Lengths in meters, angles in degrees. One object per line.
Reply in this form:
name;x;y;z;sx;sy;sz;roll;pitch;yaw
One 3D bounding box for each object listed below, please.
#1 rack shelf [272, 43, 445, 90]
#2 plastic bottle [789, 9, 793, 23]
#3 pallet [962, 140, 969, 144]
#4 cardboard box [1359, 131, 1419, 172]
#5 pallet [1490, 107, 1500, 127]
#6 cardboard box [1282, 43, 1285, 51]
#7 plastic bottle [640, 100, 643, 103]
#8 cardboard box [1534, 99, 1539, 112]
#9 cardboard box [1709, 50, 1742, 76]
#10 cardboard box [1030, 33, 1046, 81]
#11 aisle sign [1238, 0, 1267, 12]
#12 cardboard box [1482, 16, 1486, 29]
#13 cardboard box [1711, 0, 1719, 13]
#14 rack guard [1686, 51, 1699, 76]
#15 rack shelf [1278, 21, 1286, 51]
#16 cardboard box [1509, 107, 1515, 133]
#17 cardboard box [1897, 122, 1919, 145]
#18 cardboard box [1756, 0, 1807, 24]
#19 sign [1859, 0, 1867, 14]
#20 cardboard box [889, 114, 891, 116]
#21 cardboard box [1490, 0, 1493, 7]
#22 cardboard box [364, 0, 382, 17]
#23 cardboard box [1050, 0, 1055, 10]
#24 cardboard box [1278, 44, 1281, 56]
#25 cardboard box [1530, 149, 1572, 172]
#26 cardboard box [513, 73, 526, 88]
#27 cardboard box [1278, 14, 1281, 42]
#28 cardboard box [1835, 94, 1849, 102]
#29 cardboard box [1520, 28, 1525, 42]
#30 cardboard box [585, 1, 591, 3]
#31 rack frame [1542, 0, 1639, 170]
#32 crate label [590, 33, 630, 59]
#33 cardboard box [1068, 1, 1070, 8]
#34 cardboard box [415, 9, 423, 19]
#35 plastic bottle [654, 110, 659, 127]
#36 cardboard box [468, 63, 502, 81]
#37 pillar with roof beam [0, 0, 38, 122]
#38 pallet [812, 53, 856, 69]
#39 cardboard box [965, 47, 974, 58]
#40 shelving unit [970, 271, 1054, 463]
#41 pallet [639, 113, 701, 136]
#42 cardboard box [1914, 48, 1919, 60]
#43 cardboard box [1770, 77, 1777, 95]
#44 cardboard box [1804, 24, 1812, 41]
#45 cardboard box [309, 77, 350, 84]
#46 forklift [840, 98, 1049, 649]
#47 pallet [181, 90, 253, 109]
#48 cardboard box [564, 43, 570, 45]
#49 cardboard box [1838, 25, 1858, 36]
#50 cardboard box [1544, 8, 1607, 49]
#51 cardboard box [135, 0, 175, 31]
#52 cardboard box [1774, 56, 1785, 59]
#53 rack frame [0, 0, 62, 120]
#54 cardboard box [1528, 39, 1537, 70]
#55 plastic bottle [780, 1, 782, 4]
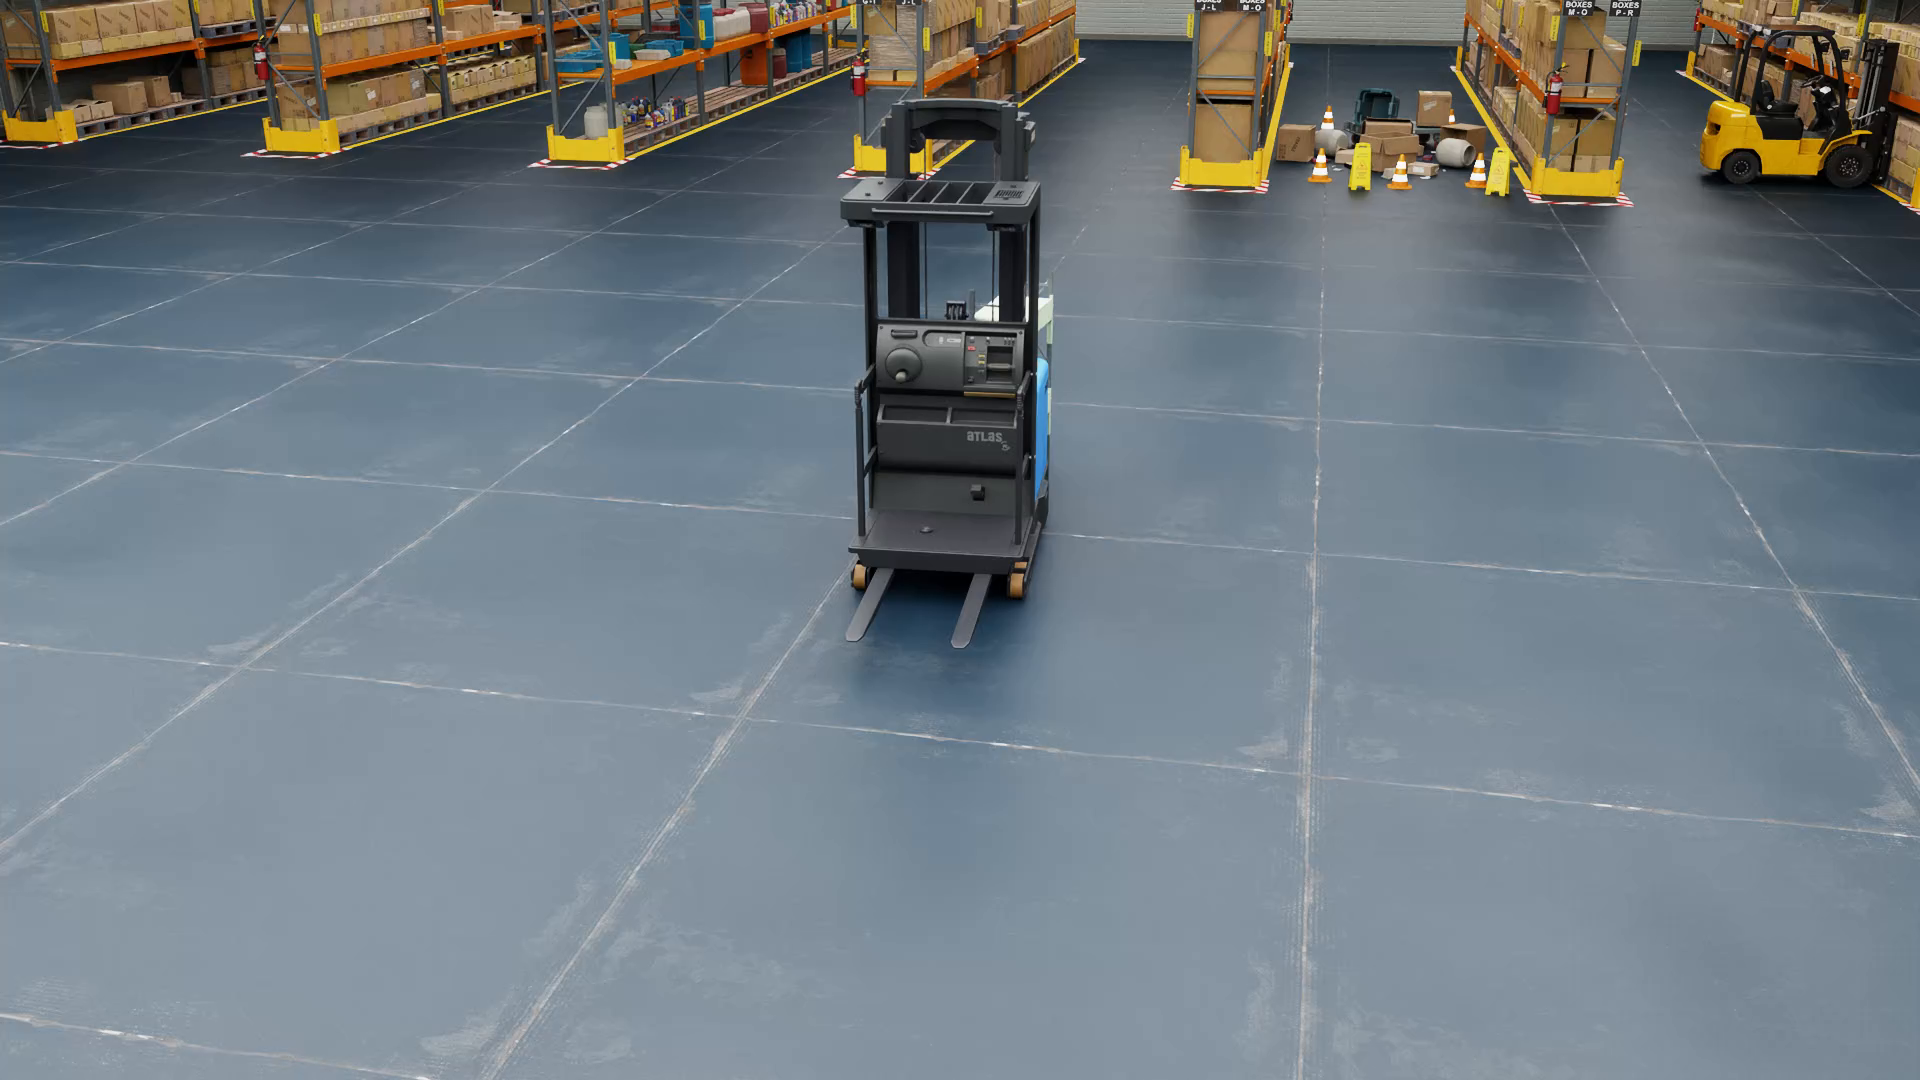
rack shelf;-10.319;-8.176;28.602;1.077;0.370;4.000;4;22;11
plastic bottle;-3.559;-10.908;34.590;0.152;0.276;0.135;4;22;11
pallet;-0.316;-6.943;28.310;1.003;0.211;1.213;4;22;11
cardboard box;6.551;-5.944;25.438;0.797;0.503;0.637;-11;25;-26
pallet;10.143;-7.613;29.974;1.003;0.211;1.213;4;22;11
cardboard box;7.059;-11.009;37.132;0.380;0.149;0.250;5;23;13
plastic bottle;-5.596;-7.599;29.265;0.152;0.276;0.135;5;23;13
cardboard box;8.643;-6.378;24.422;0.380;0.149;0.250;5;22;12
cardboard box;16.160;-10.064;35.112;0.500;0.500;0.500;5;22;12
cardboard box;1.126;-10.057;34.592;1.225;0.875;0.875;4;22;9
aisle sign;4.084;-7.764;23.136;0.394;0.787;0.004;4;22;11
cardboard box;10.668;-10.255;33.003;0.500;0.250;0.500;4;22;10
cardboard box;16.237;-11.294;35.184;0.500;0.250;0.500;4;22;10
rack guard;16.781;-10.554;36.889;1.175;0.500;0.348;4;22;11
rack shelf;5.845;-9.930;32.958;1.077;0.370;4.000;4;22;11
cardboard box;9.592;-6.897;27.419;0.950;0.372;0.625;5;22;12
cardboard box;13.418;-5.652;23.152;0.500;0.250;0.500;5;22;12
cardboard box;15.396;-9.883;31.182;0.700;0.500;0.500;4;22;11
sign;15.708;-9.311;28.908;0.100;0.325;0.005;4;22;11
cardboard box;-0.798;-6.505;26.275;0.500;0.500;0.500;11;24;25
cardboard box;10.468;-10.465;31.851;0.500;0.500;0.500;4;22;10
cardboard box;-10.303;-9.176;28.252;0.700;0.500;0.500;4;22;11
cardboard box;1.771;-11.631;36.020;0.500;0.250;0.500;4;22;10
cardboard box;6.231;-9.900;33.700;0.500;0.250;0.500;6;23;13
cardboard box;8.578;-5.511;24.140;0.500;0.250;0.500;4;22;11
cardboard box;-9.065;-9.224;33.359;0.500;0.250;0.500;4;22;10
cardboard box;5.608;-9.394;30.529;0.500;0.500;0.500;4;22;11
cardboard box;14.609;-6.920;27.138;0.875;0.625;0.625;4;22;10
cardboard box;9.357;-8.295;26.840;0.500;0.500;0.500;4;22;10
cardboard box;-8.594;-12.252;37.064;0.700;0.500;0.500;-3;22;-7
rack frame;8.671;-6.266;22.898;1.000;3.000;0.127;4;22;11
crate label;-5.768;-8.110;27.427;0.502;0.435;0.616;4;22;11
cardboard box;2.329;-12.323;38.272;0.380;0.149;0.250;5;22;12
cardboard box;-9.809;-9.382;29.633;0.380;0.149;0.250;4;22;10
plastic bottle;-5.134;-7.103;28.037;0.097;0.271;0.097;0;22;0
cardboard box;-9.270;-9.115;32.339;0.500;0.311;0.500;5;22;12
pillar with roof beam;-12.067;-10.931;26.450;9.100;9.000;0.400;4;22;11
pallet;-3.071;-11.214;38.915;1.003;0.211;1.213;4;22;11
cardboard box;0.030;-8.267;28.202;0.380;0.149;0.250;4;22;11
shelving unit;0.379;-1.178;12.270;0.431;1.500;0.755;7;23;17
pallet;-5.241;-7.326;29.262;1.003;0.211;1.213;4;22;11
cardboard box;13.534;-6.762;23.126;0.380;0.149;0.250;4;22;9
cardboard box;15.152;-8.204;30.492;0.500;0.500;0.500;4;22;10
cardboard box;14.731;-8.651;28.350;0.500;0.250;0.500;5;23;13
cardboard box;-10.719;-7.631;28.401;0.500;0.500;0.500;4;22;11
forklift;-0.090;-1.129;10.233;1.130;2.935;3.031;3;22;8
pallet;-14.604;-8.609;32.447;1.003;0.211;1.213;4;22;11
cardboard box;-8.823;-10.675;36.602;0.500;0.500;0.500;5;22;12
cardboard box;14.260;-8.129;26.520;0.380;0.149;0.250;4;22;9
cardboard box;8.562;-7.118;23.142;0.700;0.500;0.500;4;22;10
cardboard box;-14.651;-9.526;30.161;0.500;0.500;0.500;4;22;11
cardboard box;16.139;-9.361;32.497;0.380;0.149;0.250;4;22;11
rack frame;-15.577;-8.155;27.586;1.000;3.000;0.127;4;22;11
cardboard box;8.930;-7.406;25.195;0.500;0.500;0.500;4;22;10
plastic bottle;-3.923;-11.632;36.378;0.061;0.283;0.133;4;22;11
